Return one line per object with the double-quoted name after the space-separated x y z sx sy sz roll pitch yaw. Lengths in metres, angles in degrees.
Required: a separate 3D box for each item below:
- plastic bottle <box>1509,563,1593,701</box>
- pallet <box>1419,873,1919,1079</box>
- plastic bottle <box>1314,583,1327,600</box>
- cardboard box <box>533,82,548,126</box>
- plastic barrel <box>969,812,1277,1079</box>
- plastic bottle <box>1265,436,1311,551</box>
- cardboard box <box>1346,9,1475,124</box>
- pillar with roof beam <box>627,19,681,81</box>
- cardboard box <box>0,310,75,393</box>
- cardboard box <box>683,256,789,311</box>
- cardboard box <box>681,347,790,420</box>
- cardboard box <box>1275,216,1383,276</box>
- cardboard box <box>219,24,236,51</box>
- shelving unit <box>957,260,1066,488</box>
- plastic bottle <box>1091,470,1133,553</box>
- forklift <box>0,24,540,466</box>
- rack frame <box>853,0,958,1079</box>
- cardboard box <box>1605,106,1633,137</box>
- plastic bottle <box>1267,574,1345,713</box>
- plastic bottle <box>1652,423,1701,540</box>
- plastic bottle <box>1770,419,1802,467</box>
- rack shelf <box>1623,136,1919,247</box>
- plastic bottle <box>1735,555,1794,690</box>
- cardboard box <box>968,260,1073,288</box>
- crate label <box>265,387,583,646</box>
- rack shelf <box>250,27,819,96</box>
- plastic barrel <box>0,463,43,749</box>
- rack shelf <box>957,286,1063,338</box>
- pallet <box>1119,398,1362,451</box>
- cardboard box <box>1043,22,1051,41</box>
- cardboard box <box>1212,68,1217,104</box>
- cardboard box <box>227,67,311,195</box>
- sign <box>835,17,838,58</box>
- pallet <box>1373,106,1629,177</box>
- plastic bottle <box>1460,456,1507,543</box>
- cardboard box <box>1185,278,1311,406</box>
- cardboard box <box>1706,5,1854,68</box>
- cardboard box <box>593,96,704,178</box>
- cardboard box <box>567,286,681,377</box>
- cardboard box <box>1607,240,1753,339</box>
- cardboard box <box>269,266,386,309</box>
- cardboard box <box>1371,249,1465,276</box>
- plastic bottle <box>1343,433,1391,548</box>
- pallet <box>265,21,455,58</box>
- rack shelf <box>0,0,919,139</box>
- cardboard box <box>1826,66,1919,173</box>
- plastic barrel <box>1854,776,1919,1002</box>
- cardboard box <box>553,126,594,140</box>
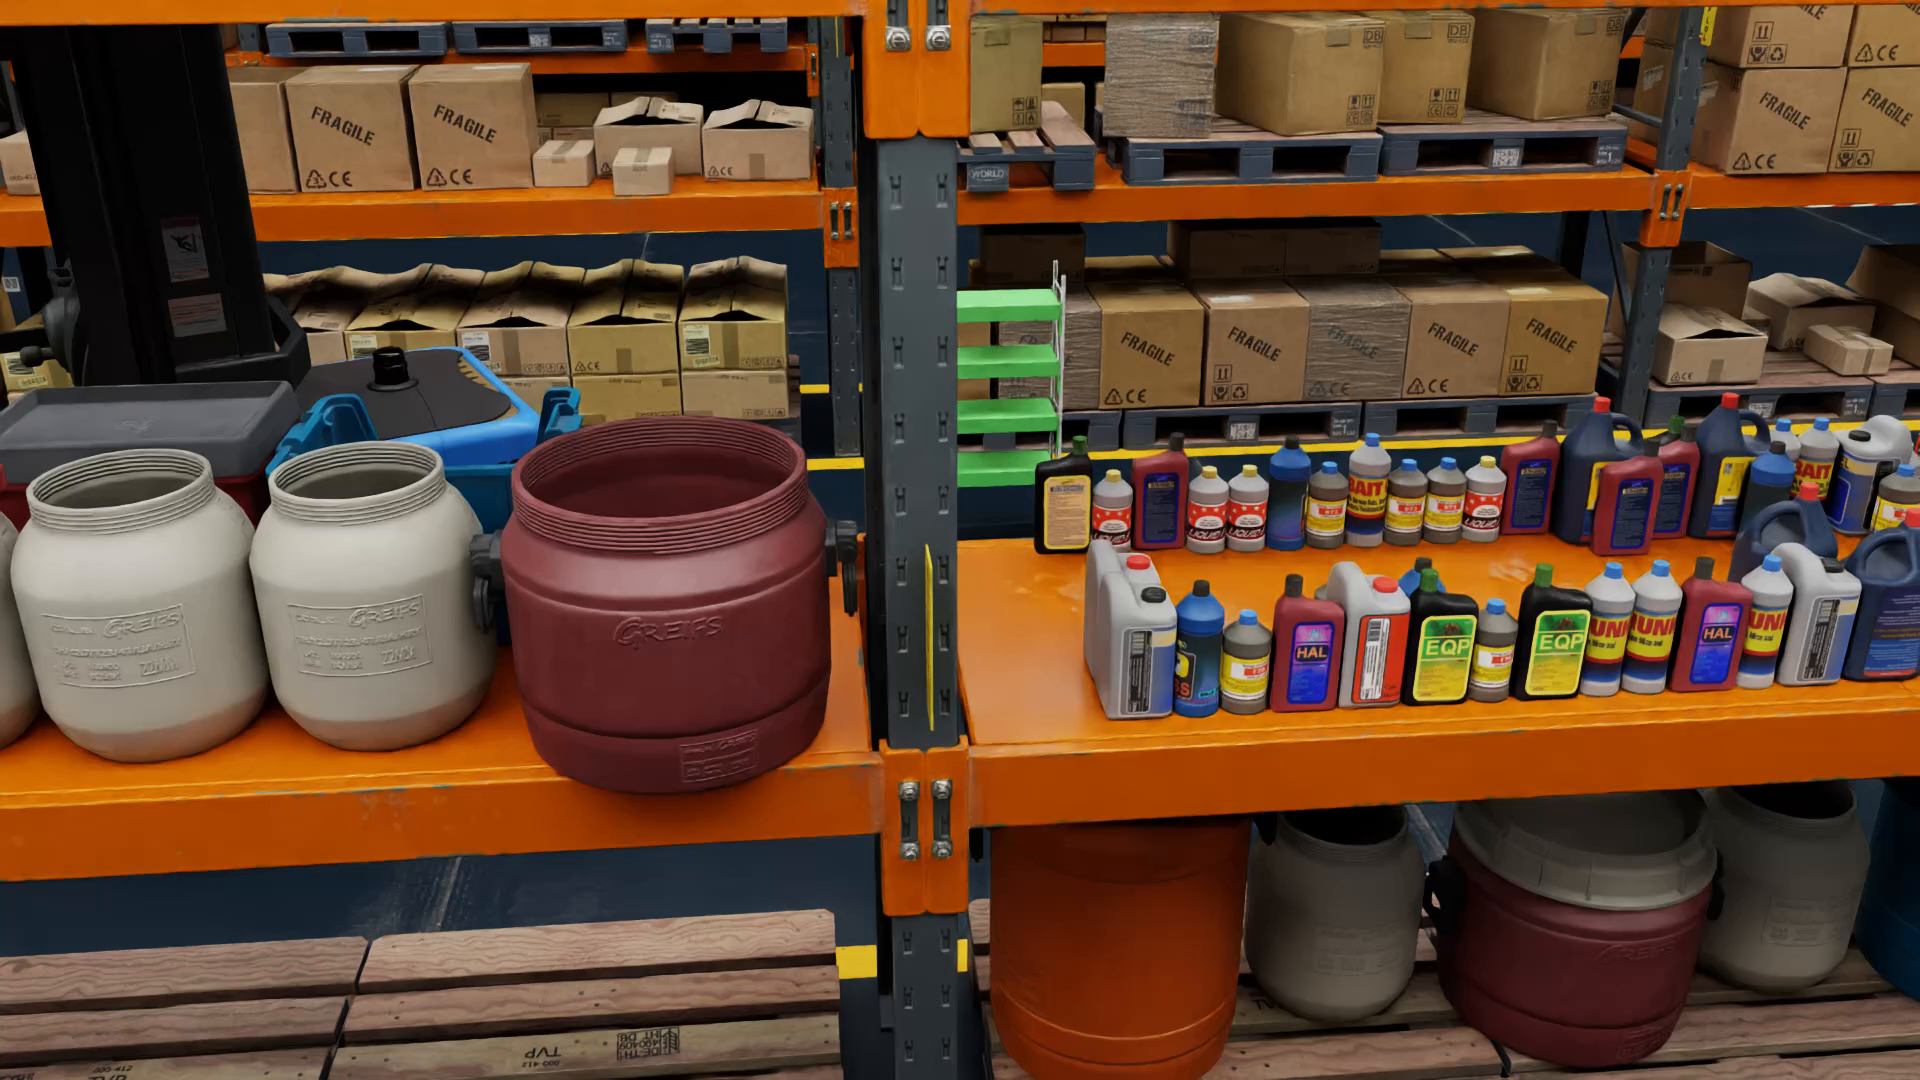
1.175 0.179 3.297 0.133 0.283 0.061 -2 24 -5 "plastic bottle"
1.876 1.206 4.277 1.213 0.211 1.003 -2 24 -5 "pallet"
0.776 0.163 3.434 0.097 0.201 0.097 0 24 0 "plastic bottle"
-3.384 -3.296 12.585 0.500 0.250 0.500 -3 24 -7 "cardboard box"
0.369 0.801 3.910 0.708 0.830 0.600 -2 24 -5 "plastic barrel"
0.785 -0.117 3.978 0.097 0.271 0.097 0 24 0 "plastic bottle"
2.210 -2.391 8.295 0.500 0.500 0.700 1 24 3 "cardboard box"
-2.045 -5.276 8.041 0.400 9.000 9.100 -2 24 -5 "pillar with roof beam"
-4.144 -0.923 7.811 0.500 0.311 0.500 -2 24 -5 "cardboard box"
-1.149 -1.264 8.579 0.500 0.311 0.500 -1 24 -3 "cardboard box"
-1.098 -0.791 8.204 0.500 0.250 0.500 -2 24 -4 "cardboard box"
1.881 -1.575 8.714 0.500 0.250 0.500 -2 24 -5 "cardboard box"
-5.512 -3.617 11.854 0.500 0.250 0.500 -2 24 -5 "cardboard box"
0.165 -0.555 7.021 0.503 1.200 0.258 -2 24 -5 "shelving unit"
0.362 -0.068 3.954 0.097 0.201 0.097 0 24 0 "plastic bottle"
-2.914 -0.633 5.065 3.031 2.935 1.130 -14 27 -28 "forklift"
-0.116 0.027 3.495 0.127 3.000 1.000 -2 24 -5 "rack frame"
5.187 -3.237 13.401 0.500 0.500 0.700 -3 24 -7 "cardboard box"
0.678 0.199 3.252 0.133 0.283 0.061 -2 24 -5 "plastic bottle"
1.705 -0.142 4.019 0.133 0.283 0.061 -2 24 -5 "plastic bottle"
2.000 -0.165 4.087 0.097 0.271 0.097 0 24 0 "plastic bottle"
5.372 -1.886 8.685 4.000 0.370 1.077 -2 24 -5 "rack shelf"
1.614 0.160 3.356 0.097 0.271 0.097 0 24 0 "plastic bottle"
0.309 -1.166 8.716 0.500 0.500 0.500 -1 24 -3 "cardboard box"
-1.131 -0.058 3.645 0.616 0.435 0.502 -2 24 -5 "crate label"
-3.080 -3.568 12.471 4.000 0.370 1.077 -2 24 -5 "rack shelf"
-1.962 0.129 3.100 0.433 0.535 0.433 0 24 0 "plastic barrel"
0.165 -0.935 6.852 0.480 0.148 0.258 -2 24 -5 "rack shelf"
1.359 -0.763 8.706 1.213 0.211 1.003 -2 24 -5 "pallet"
0.539 -3.854 12.511 0.250 0.149 0.380 -2 24 -4 "cardboard box"
2.257 -3.268 13.039 0.750 0.750 0.750 -2 24 -5 "cardboard box"
-3.289 -1.906 7.722 0.500 0.500 0.500 -1 24 -1 "cardboard box"
-0.541 -2.280 7.261 0.005 0.325 0.100 -2 24 -5 "sign"
2.576 -2.059 8.426 1.213 0.211 1.003 -2 24 -5 "pallet"
1.269 -0.104 4.036 0.097 0.201 0.097 0 24 0 "plastic bottle"
1.421 -1.000 8.344 0.500 0.500 0.500 -3 24 -7 "cardboard box"
3.878 -2.542 7.922 0.500 0.500 0.500 -2 24 -4 "cardboard box"
-1.508 -1.977 8.114 0.500 0.311 0.500 -3 24 -6 "cardboard box"
-1.612 -1.023 8.036 0.500 0.311 0.500 -3 24 -6 "cardboard box"
3.921 -1.331 9.087 0.500 0.500 0.500 -2 24 -5 "cardboard box"
-3.191 -1.181 8.392 0.500 0.311 0.500 -2 24 -5 "cardboard box"
2.347 -1.247 8.898 0.500 0.500 0.500 -2 24 -4 "cardboard box"
0.979 -0.124 3.995 0.097 0.271 0.097 0 24 0 "plastic bottle"
-4.295 -3.701 12.121 1.213 0.211 1.003 -2 24 -5 "pallet"
-2.106 -0.935 2.853 4.000 0.370 1.077 -2 24 -5 "rack shelf"
4.425 -2.112 8.186 0.500 0.500 0.500 -2 24 -4 "cardboard box"
2.617 0.678 4.099 0.708 0.901 0.600 -2 24 -5 "plastic barrel"
-2.817 -2.981 12.800 0.500 0.500 0.700 -2 24 -5 "cardboard box"
